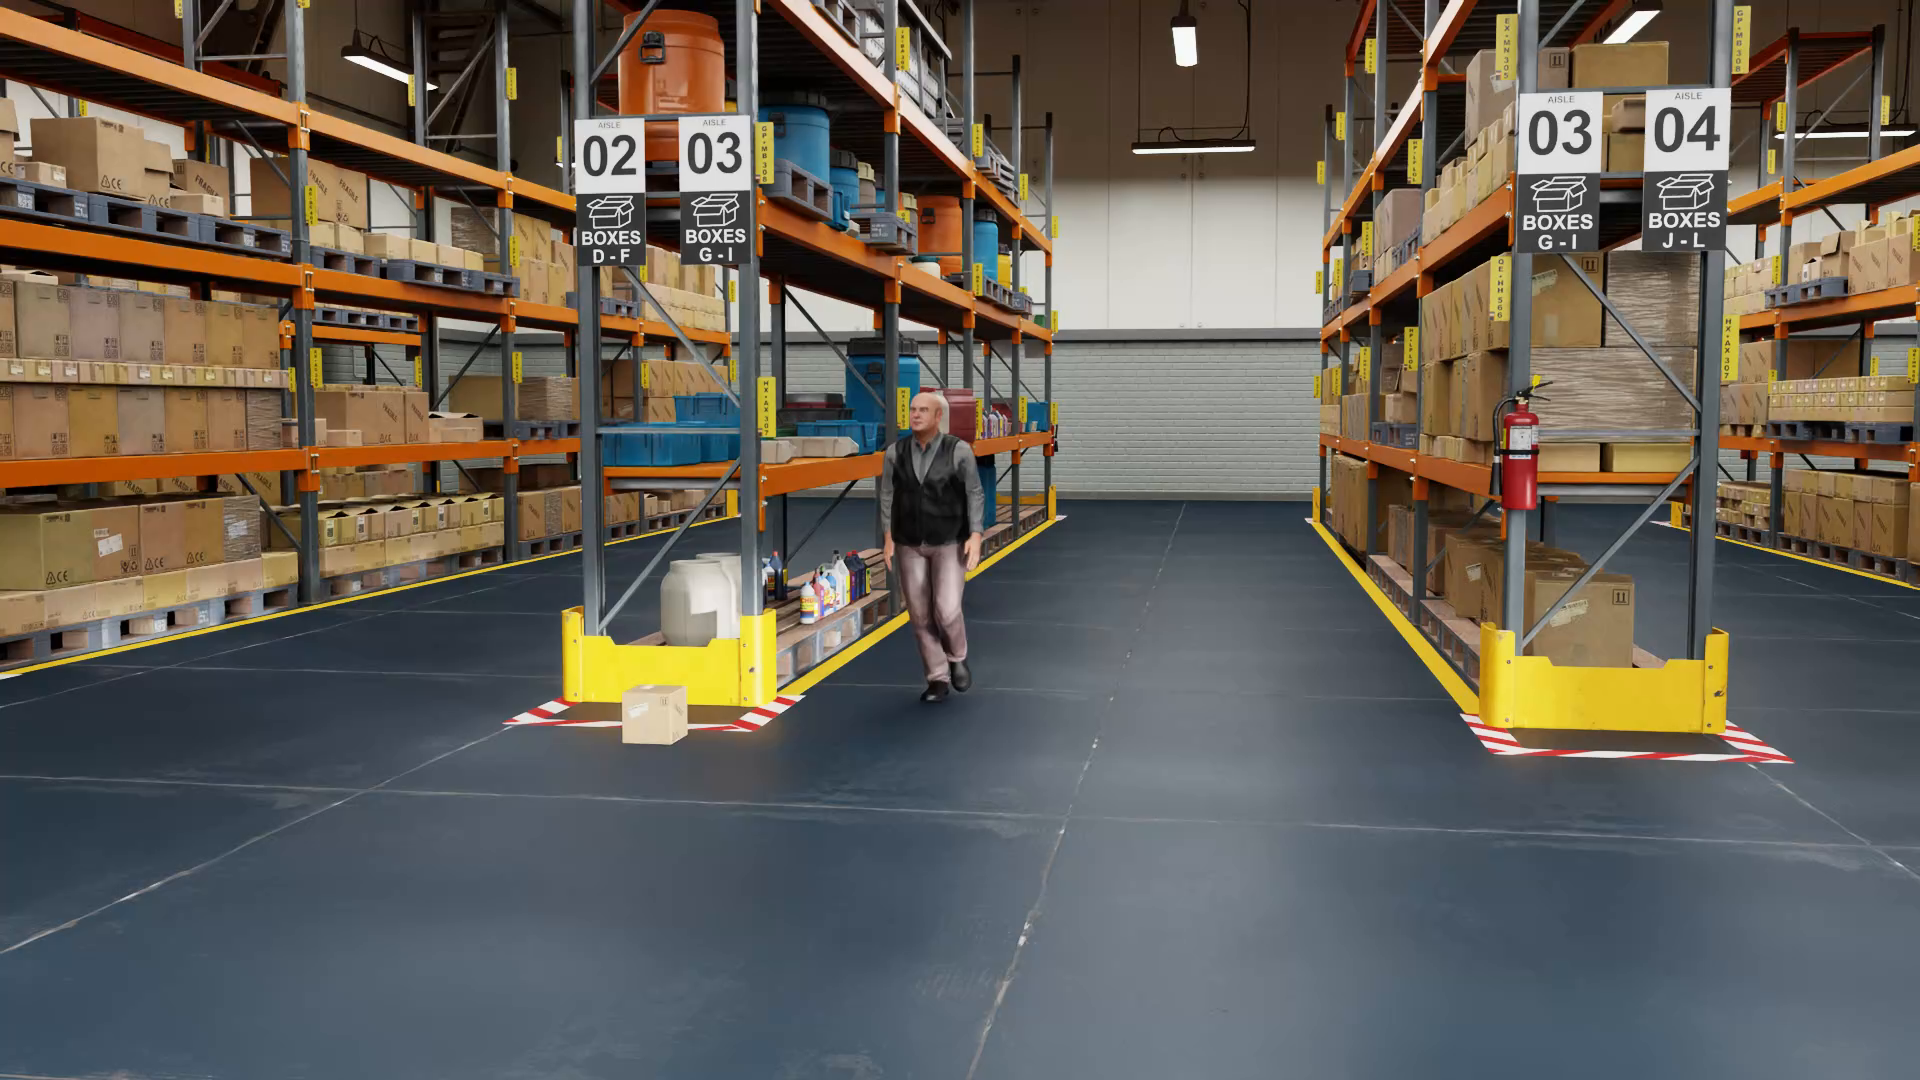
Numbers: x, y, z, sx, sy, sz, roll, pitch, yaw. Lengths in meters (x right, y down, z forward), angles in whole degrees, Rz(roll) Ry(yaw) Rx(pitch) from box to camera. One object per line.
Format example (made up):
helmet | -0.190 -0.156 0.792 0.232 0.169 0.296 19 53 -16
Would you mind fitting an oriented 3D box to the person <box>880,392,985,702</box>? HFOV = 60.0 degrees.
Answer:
person | -0.161 0.040 9.233 0.604 1.712 0.494 1 5 13
